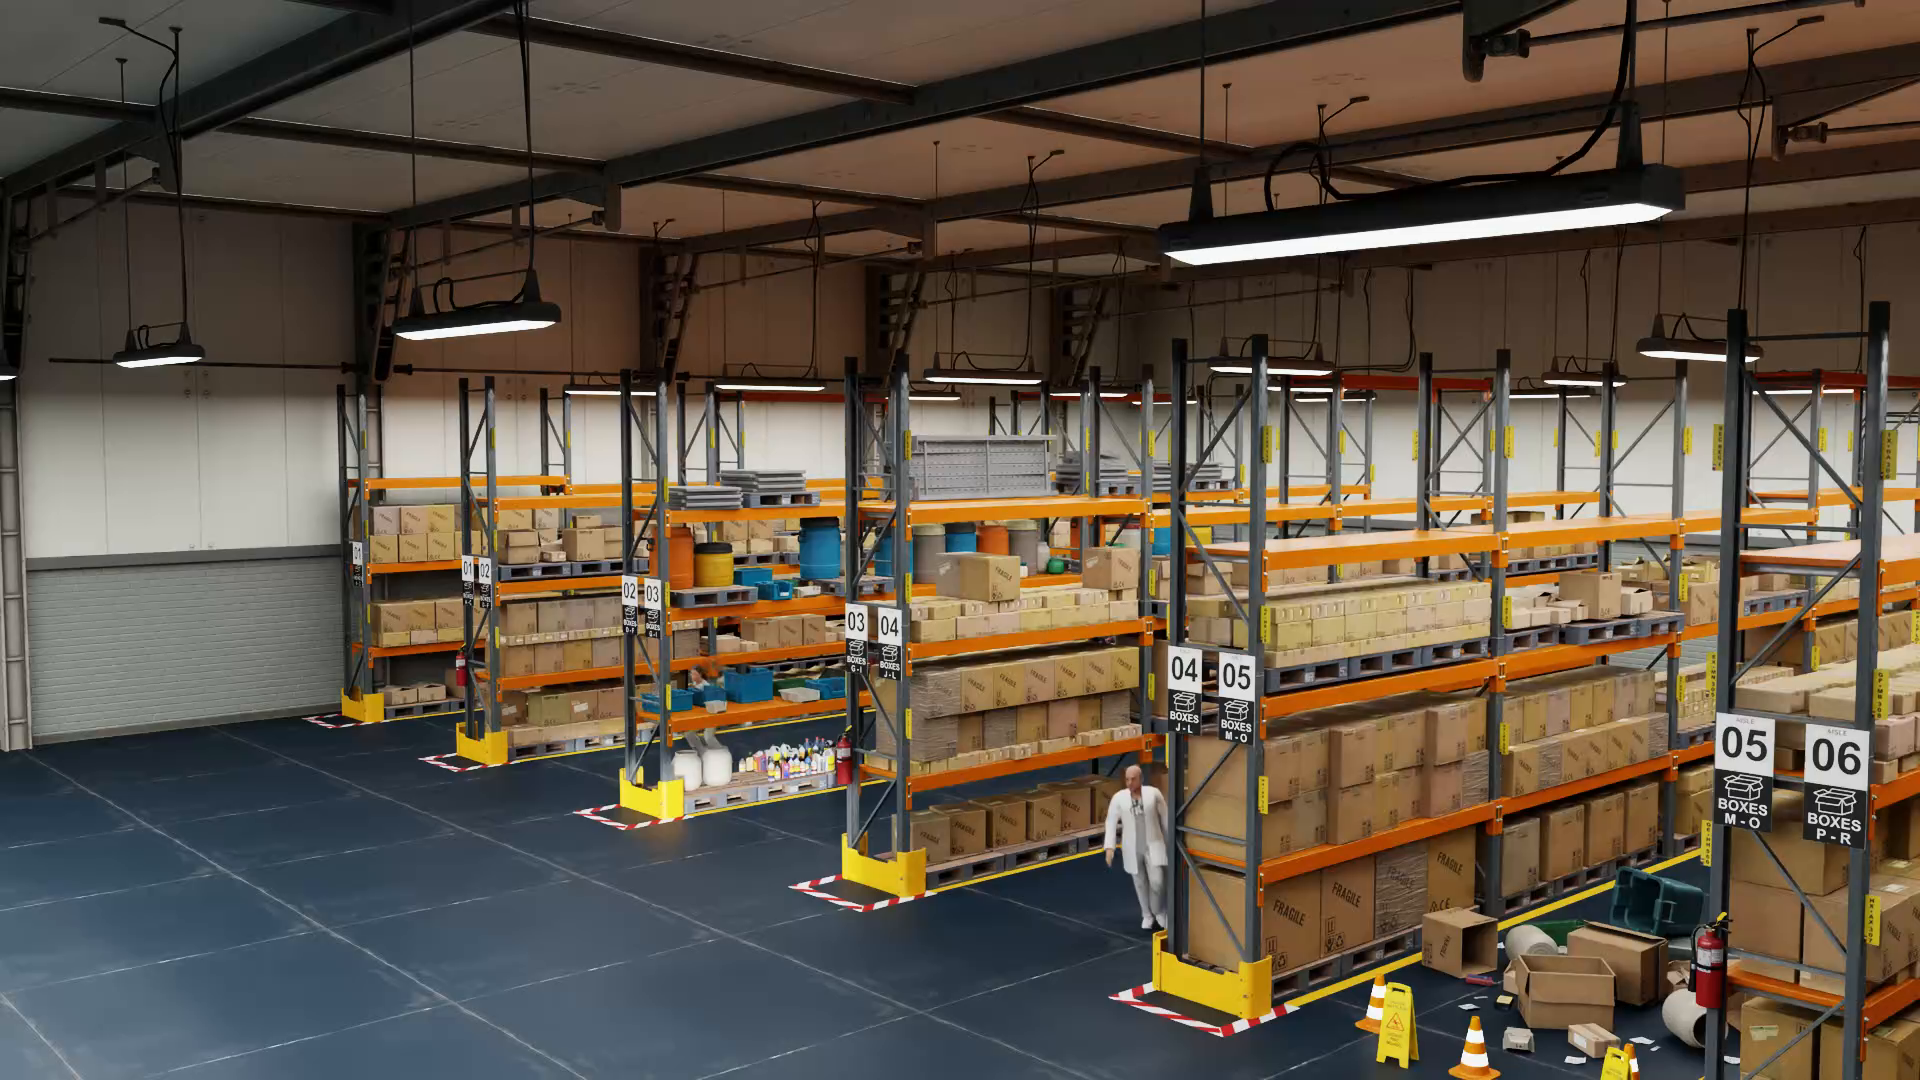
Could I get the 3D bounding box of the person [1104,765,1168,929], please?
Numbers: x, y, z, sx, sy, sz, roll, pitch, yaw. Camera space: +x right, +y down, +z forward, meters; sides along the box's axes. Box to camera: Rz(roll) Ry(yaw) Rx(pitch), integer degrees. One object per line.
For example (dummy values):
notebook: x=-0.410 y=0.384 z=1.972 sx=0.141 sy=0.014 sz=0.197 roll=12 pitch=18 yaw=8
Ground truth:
person: x=1.853 y=3.171 z=17.170 sx=0.700 sy=1.732 sz=0.687 roll=1 pitch=4 yaw=12

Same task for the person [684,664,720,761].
person: x=-3.901 y=2.680 z=25.501 sx=0.709 sy=1.607 sz=0.554 roll=-3 pitch=5 yaw=-36
